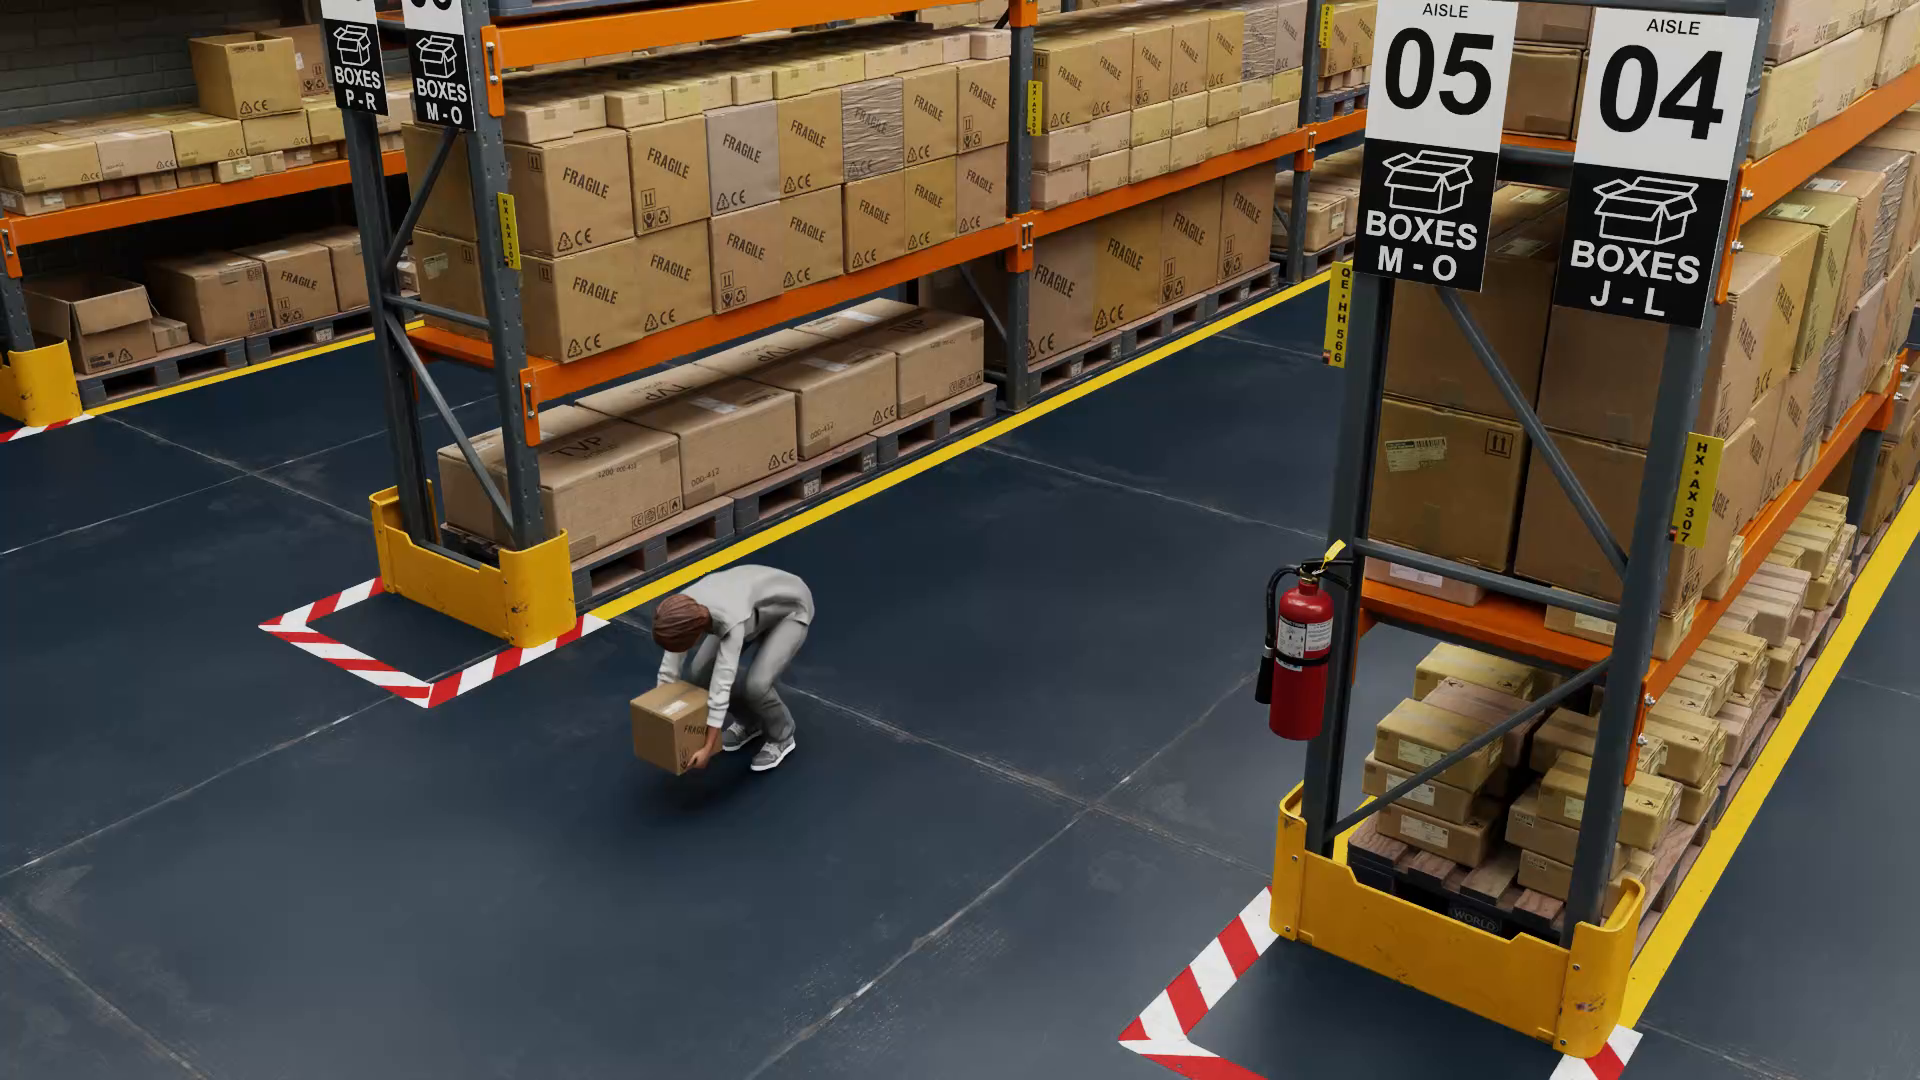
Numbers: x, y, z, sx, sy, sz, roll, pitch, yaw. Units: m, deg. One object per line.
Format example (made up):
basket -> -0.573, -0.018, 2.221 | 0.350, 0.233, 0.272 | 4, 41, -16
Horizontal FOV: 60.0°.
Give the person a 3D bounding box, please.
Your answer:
person -> -0.927, 0.525, 6.793 | 0.424, 0.897, 0.854 | 16, 28, 31
